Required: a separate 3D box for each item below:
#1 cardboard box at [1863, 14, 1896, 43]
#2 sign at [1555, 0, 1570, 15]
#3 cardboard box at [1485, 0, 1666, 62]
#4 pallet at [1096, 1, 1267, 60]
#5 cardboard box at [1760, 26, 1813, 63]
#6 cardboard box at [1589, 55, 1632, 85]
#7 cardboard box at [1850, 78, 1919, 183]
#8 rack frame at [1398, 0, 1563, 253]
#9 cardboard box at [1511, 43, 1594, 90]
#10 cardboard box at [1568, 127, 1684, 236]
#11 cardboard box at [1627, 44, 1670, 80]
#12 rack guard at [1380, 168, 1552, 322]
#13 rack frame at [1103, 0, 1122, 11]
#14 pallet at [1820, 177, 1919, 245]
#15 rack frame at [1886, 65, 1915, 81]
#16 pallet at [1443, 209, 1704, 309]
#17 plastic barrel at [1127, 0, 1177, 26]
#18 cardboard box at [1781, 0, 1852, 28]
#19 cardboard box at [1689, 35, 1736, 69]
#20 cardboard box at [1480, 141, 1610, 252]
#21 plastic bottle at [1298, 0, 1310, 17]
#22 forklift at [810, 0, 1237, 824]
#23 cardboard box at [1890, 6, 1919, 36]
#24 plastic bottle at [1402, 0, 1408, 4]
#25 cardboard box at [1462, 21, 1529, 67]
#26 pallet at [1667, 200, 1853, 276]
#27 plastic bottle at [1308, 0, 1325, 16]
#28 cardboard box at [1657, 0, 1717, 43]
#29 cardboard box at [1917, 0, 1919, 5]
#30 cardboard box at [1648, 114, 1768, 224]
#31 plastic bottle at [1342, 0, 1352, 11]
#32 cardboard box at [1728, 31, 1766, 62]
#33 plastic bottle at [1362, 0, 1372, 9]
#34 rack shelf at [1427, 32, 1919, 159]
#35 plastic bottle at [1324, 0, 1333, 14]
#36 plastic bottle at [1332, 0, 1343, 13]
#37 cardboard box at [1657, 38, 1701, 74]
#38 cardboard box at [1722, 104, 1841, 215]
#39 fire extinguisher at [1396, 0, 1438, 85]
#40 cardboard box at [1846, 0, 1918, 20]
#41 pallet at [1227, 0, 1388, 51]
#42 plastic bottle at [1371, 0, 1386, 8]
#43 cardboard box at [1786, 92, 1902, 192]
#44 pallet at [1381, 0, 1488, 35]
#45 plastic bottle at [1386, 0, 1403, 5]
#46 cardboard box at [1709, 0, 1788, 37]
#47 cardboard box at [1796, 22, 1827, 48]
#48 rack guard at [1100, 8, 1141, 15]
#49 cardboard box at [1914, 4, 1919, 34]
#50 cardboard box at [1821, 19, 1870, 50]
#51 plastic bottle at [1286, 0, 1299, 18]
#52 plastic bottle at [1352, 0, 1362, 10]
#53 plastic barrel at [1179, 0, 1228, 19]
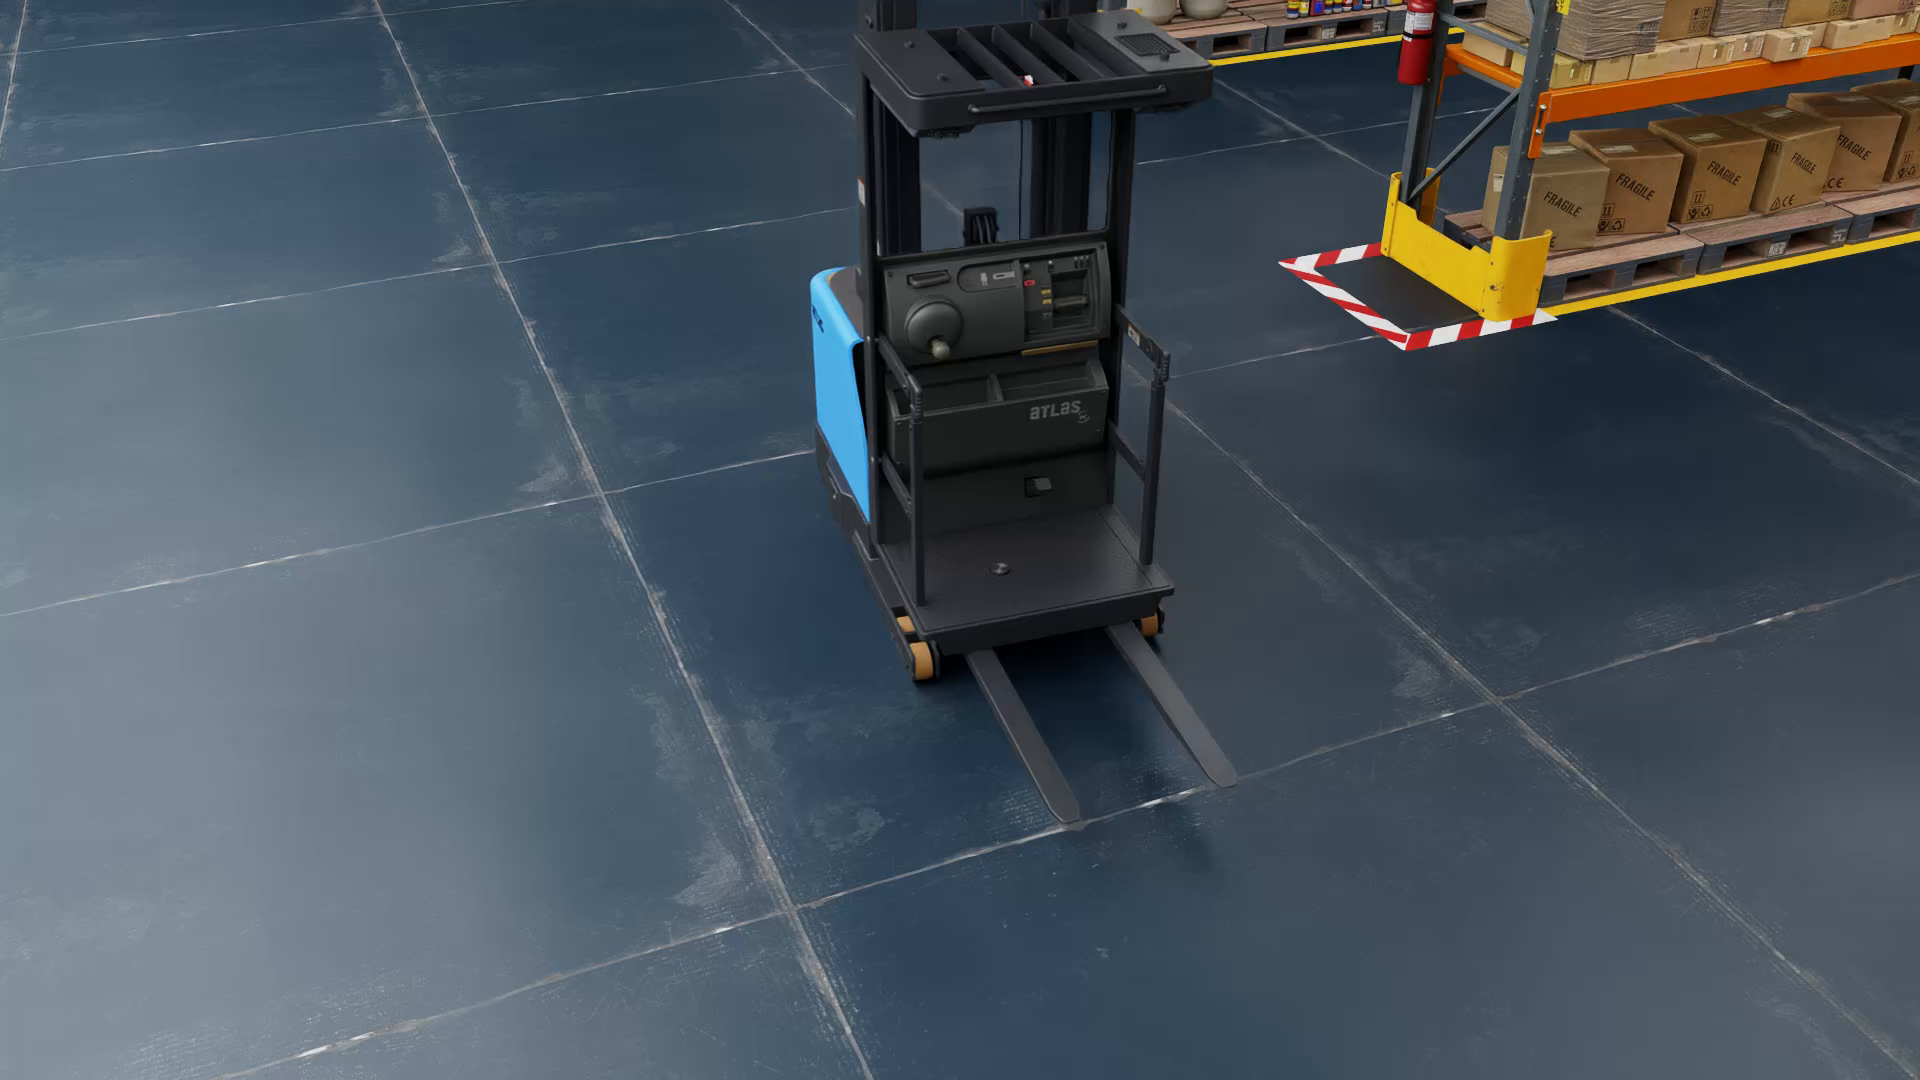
[{"bbox_3d":[5.398,-3.141,10.057,0.250,0.149,0.380,-13,35,-19],"label":"cardboard box"},{"bbox_3d":[3.176,-2.924,8.700,0.005,0.325,0.100,-13,35,-19],"label":"sign"},{"bbox_3d":[3.484,-3.103,9.404,0.500,0.500,0.875,-13,35,-19],"label":"cardboard box"},{"bbox_3d":[1.852,-4.364,14.264,1.213,0.211,1.003,-13,35,-19],"label":"pallet"},{"bbox_3d":[4.742,-2.937,9.744,0.250,0.149,0.380,-13,35,-19],"label":"cardboard box"},{"bbox_3d":[3.559,-2.712,9.398,0.250,0.149,0.380,-13,35,-19],"label":"cardboard box"},{"bbox_3d":[6.270,-2.742,11.121,0.500,0.500,0.500,-14,36,-20],"label":"cardboard box"},{"bbox_3d":[2.966,-2.834,9.355,0.127,3.000,1.000,-13,35,-19],"label":"rack frame"},{"bbox_3d":[3.321,-2.669,9.332,0.250,0.149,0.380,-13,35,-19],"label":"cardboard box"},{"bbox_3d":[4.086,-2.229,10.332,0.500,0.500,0.500,-4,33,-6],"label":"cardboard box"},{"bbox_3d":[3.795,-2.757,9.468,0.250,0.149,0.380,-13,35,-19],"label":"cardboard box"},{"bbox_3d":[3.036,-1.802,10.061,0.348,0.500,1.175,-13,35,-19],"label":"rack guard"},{"bbox_3d":[1.049,-5.325,13.183,0.127,3.000,1.000,-13,35,-19],"label":"rack frame"},{"bbox_3d":[6.049,-2.350,11.168,1.213,0.211,1.003,-13,35,-19],"label":"pallet"},{"bbox_3d":[6.654,-3.678,10.653,0.127,3.000,1.000,-13,35,-19],"label":"rack frame"},{"bbox_3d":[3.799,-1.835,10.376,1.213,0.211,1.003,-13,35,-19],"label":"pallet"},{"bbox_3d":[1.626,-4.635,14.019,0.421,0.512,0.421,0,33,0],"label":"plastic barrel"},{"bbox_3d":[4.842,-3.452,9.941,0.500,0.500,0.875,-13,35,-19],"label":"cardboard box"},{"bbox_3d":[4.251,-2.870,9.640,0.250,0.149,0.380,-13,35,-19],"label":"cardboard box"},{"bbox_3d":[3.548,-2.086,10.112,0.500,0.500,0.500,-7,34,-10],"label":"cardboard box"},{"bbox_3d":[2.936,-4.584,14.207,0.097,0.201,0.097,0,33,0],"label":"plastic bottle"},{"bbox_3d":[0.223,-0.892,6.434,1.130,2.935,3.031,-10,34,-15],"label":"forklift"},{"bbox_3d":[5.613,-3.214,10.170,0.250,0.149,0.380,-13,35,-19],"label":"cardboard box"},{"bbox_3d":[3.943,-4.838,14.523,0.133,0.283,0.061,-11,35,-16],"label":"plastic bottle"},{"bbox_3d":[3.149,-2.893,9.676,0.250,0.149,0.380,-13,35,-19],"label":"cardboard box"},{"bbox_3d":[4.922,-2.090,10.769,1.213,0.211,1.003,-13,35,-19],"label":"pallet"},{"bbox_3d":[3.057,-4.635,14.210,0.133,0.283,0.061,-12,35,-18],"label":"plastic bottle"},{"bbox_3d":[3.898,-3.269,9.659,0.500,0.500,0.875,-13,35,-19],"label":"cardboard box"},{"bbox_3d":[5.741,-3.693,10.311,0.500,0.500,0.875,-13,35,-19],"label":"cardboard box"},{"bbox_3d":[4.671,-2.352,10.521,0.500,0.500,0.500,-10,34,-14],"label":"cardboard box"},{"bbox_3d":[3.340,-4.676,14.349,0.097,0.201,0.097,0,33,0],"label":"plastic bottle"},{"bbox_3d":[4.471,-2.936,9.743,0.250,0.149,0.380,-13,35,-19],"label":"cardboard box"},{"bbox_3d":[3.530,-4.720,14.416,0.097,0.201,0.097,0,33,0],"label":"plastic bottle"},{"bbox_3d":[4.810,-2.955,10.200,4.000,0.370,1.077,-13,35,-19],"label":"rack shelf"},{"bbox_3d":[3.157,-4.664,14.266,0.097,0.271,0.097,0,33,0],"label":"plastic bottle"},{"bbox_3d":[3.249,-4.685,14.298,0.097,0.271,0.097,0,33,0],"label":"plastic bottle"},{"bbox_3d":[4.018,-2.820,9.565,0.250,0.149,0.380,-13,35,-19],"label":"cardboard box"},{"bbox_3d":[5.203,-2.447,10.667,0.500,0.500,0.500,-16,36,-23],"label":"cardboard box"},{"bbox_3d":[2.682,-3.009,9.695,0.183,0.674,0.296,-13,35,-19],"label":"fire extinguisher"},{"bbox_3d":[5.319,-3.537,10.071,0.500,0.500,0.875,-13,35,-19],"label":"cardboard box"},{"bbox_3d":[2.975,-4.620,14.656,1.213,0.211,1.003,-13,35,-19],"label":"pallet"},{"bbox_3d":[3.628,-4.790,14.455,0.135,0.276,0.152,-12,35,-18],"label":"plastic bottle"},{"bbox_3d":[5.745,-2.618,10.930,0.500,0.500,0.500,-2,33,-4],"label":"cardboard box"},{"bbox_3d":[4.101,-4.879,15.056,1.213,0.211,1.003,-13,35,-19],"label":"pallet"},{"bbox_3d":[3.780,-4.853,14.484,0.185,0.351,0.144,-13,35,-19],"label":"plastic bottle"},{"bbox_3d":[4.376,-3.353,9.788,0.500,0.500,0.875,-13,35,-19],"label":"cardboard box"},{"bbox_3d":[4.921,-3.056,9.927,0.250,0.149,0.380,-13,35,-19],"label":"cardboard box"},{"bbox_3d":[1.100,-4.316,13.926,0.348,0.500,1.175,-13,35,-19],"label":"rack guard"},{"bbox_3d":[5.894,-3.200,10.149,0.250,0.149,0.380,-13,35,-19],"label":"cardboard box"},{"bbox_3d":[5.181,-3.071,9.949,0.250,0.149,0.380,-13,35,-19],"label":"cardboard box"},{"bbox_3d":[2.841,-4.591,14.154,0.097,0.271,0.097,0,33,0],"label":"plastic bottle"},{"bbox_3d":[3.436,-4.728,14.364,0.097,0.271,0.097,0,33,0],"label":"plastic bottle"},{"bbox_3d":[2.088,-4.741,14.182,0.421,0.512,0.421,0,33,0],"label":"plastic barrel"}]
